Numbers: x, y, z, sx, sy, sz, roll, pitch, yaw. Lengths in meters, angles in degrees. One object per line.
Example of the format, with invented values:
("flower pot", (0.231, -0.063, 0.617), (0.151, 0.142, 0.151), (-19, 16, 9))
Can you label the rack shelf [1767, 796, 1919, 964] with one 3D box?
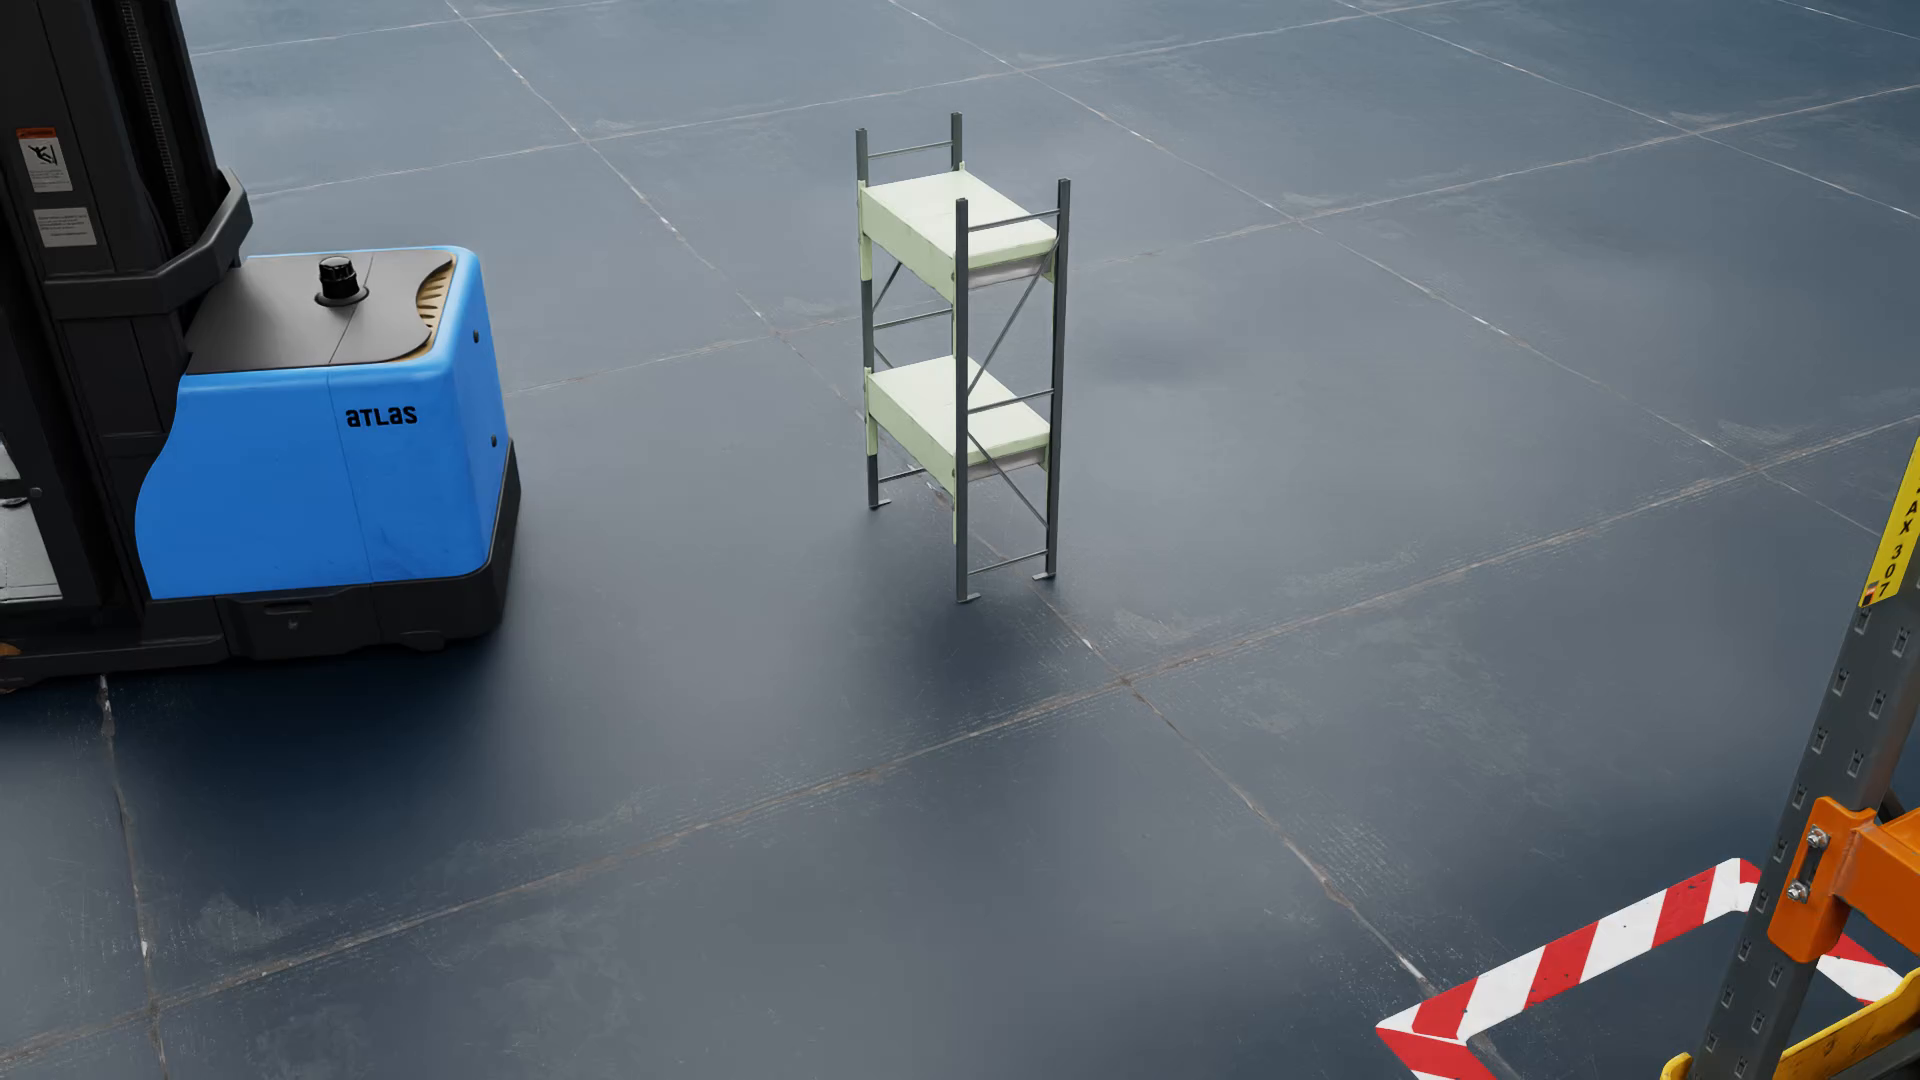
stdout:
("rack shelf", (2.966, 1.449, 1.874), (1.077, 0.370, 4.000), (-16, 36, -23))

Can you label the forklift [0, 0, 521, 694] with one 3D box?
("forklift", (-3.130, -1.018, 5.122), (3.031, 2.935, 1.130), (-4, 33, -7))

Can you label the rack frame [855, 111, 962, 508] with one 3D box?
("rack frame", (-0.174, -0.809, 6.123), (0.400, 1.500, 0.023), (-16, 36, -23))

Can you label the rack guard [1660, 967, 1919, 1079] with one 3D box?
("rack guard", (2.069, 1.281, 3.787), (1.175, 0.500, 0.348), (-16, 36, -23))

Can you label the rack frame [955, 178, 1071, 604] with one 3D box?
("rack frame", (0.168, -0.460, 5.578), (0.400, 1.500, 0.023), (-16, 36, -23))

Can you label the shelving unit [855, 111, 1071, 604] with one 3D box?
("shelving unit", (-0.003, -0.635, 5.850), (0.431, 1.500, 0.755), (-16, 36, -23))

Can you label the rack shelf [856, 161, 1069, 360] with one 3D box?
("rack shelf", (-0.003, -0.963, 5.640), (0.431, 0.370, 0.720), (-16, 36, -23))

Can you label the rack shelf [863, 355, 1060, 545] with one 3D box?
("rack shelf", (-0.003, -0.360, 6.026), (0.431, 0.370, 0.720), (-16, 36, -23))

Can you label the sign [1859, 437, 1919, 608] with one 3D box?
("sign", (1.553, -0.036, 2.723), (0.100, 0.325, 0.005), (-16, 36, -23))
